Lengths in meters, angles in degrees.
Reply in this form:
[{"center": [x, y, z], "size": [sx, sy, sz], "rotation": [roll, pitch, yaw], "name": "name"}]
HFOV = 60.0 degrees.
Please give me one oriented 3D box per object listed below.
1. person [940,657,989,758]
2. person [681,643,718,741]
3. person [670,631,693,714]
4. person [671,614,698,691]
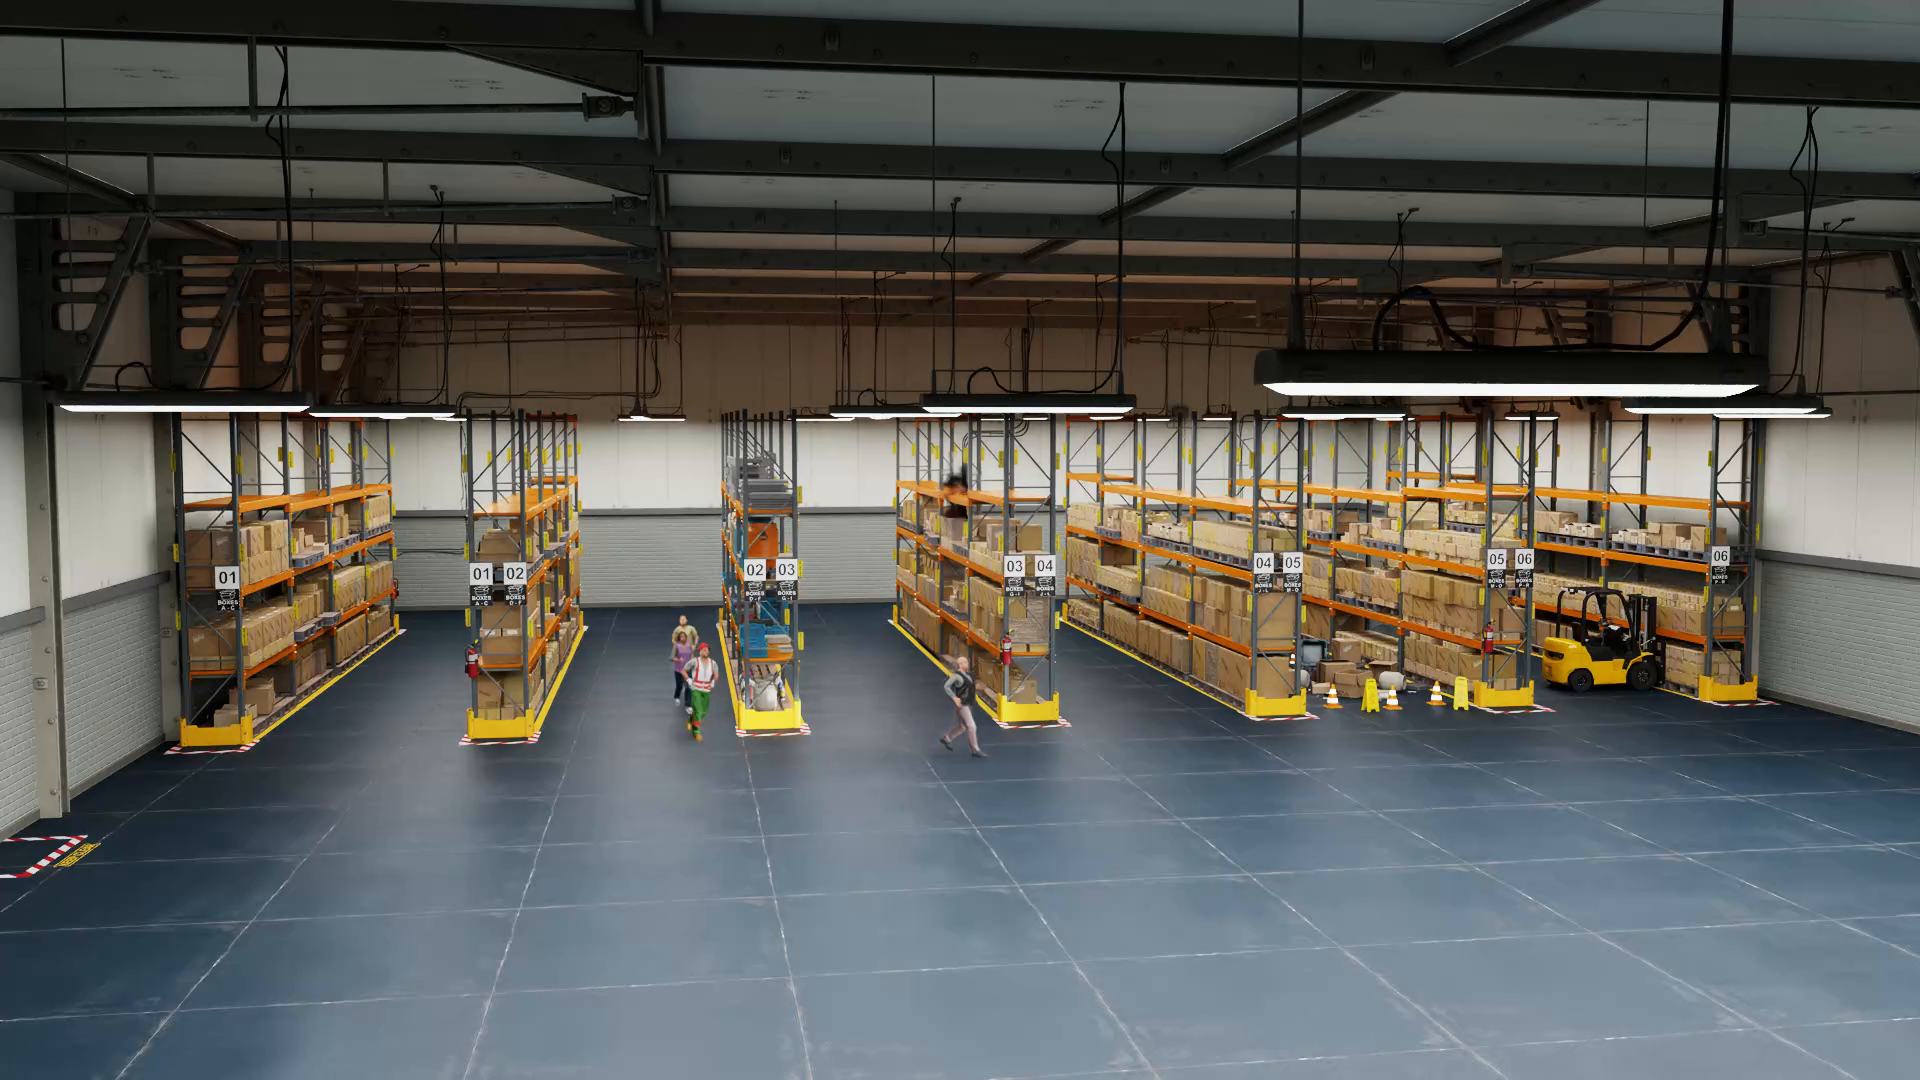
[{"center": [0.062, 2.851, 28.511], "size": [0.971, 1.703, 0.657], "rotation": [2, 4, 23], "name": "person"}, {"center": [-4.744, 2.749, 30.399], "size": [0.703, 1.746, 0.757], "rotation": [-2, 5, -30], "name": "person"}, {"center": [-5.503, 2.601, 33.005], "size": [0.537, 1.596, 0.878], "rotation": [-2, 4, -25], "name": "person"}, {"center": [-5.930, 2.415, 35.847], "size": [0.580, 1.636, 0.547], "rotation": [-1, 4, -8], "name": "person"}]
